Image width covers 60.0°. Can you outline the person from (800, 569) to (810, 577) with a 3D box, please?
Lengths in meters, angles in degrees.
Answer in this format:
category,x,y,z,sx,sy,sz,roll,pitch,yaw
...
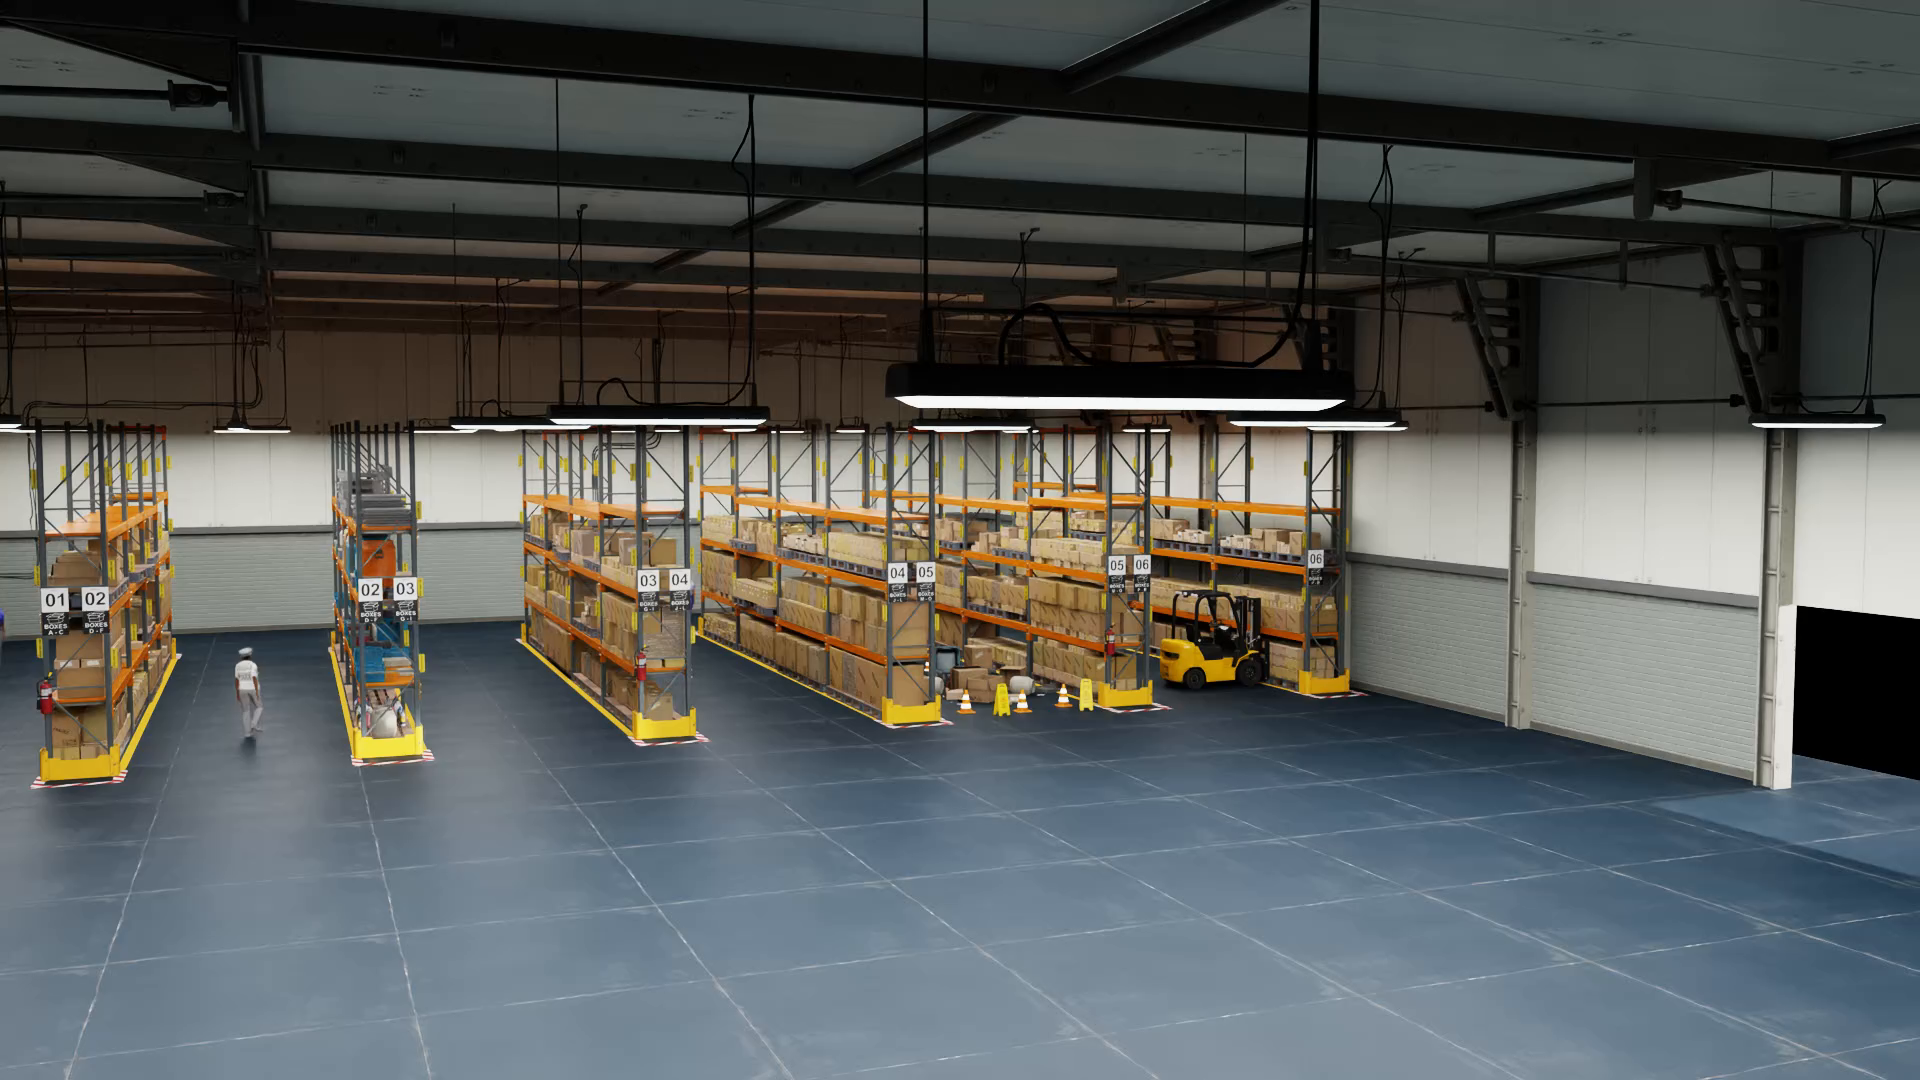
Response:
category,x,y,z,sx,sy,sz,roll,pitch,yaw
person,-4.888,1.645,51.754,0.440,1.680,0.495,-3,5,-42

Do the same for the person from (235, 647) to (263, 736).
category,x,y,z,sx,sy,sz,roll,pitch,yaw
person,-13.561,2.898,31.721,0.506,1.671,0.482,-1,4,-12

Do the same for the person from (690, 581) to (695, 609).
category,x,y,z,sx,sy,sz,roll,pitch,yaw
person,-8.216,1.783,50.067,0.460,1.589,1.045,1,4,9

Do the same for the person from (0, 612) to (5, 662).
category,x,y,z,sx,sy,sz,roll,pitch,yaw
person,-24.066,2.322,41.428,0.416,1.591,1.051,-2,4,-24
